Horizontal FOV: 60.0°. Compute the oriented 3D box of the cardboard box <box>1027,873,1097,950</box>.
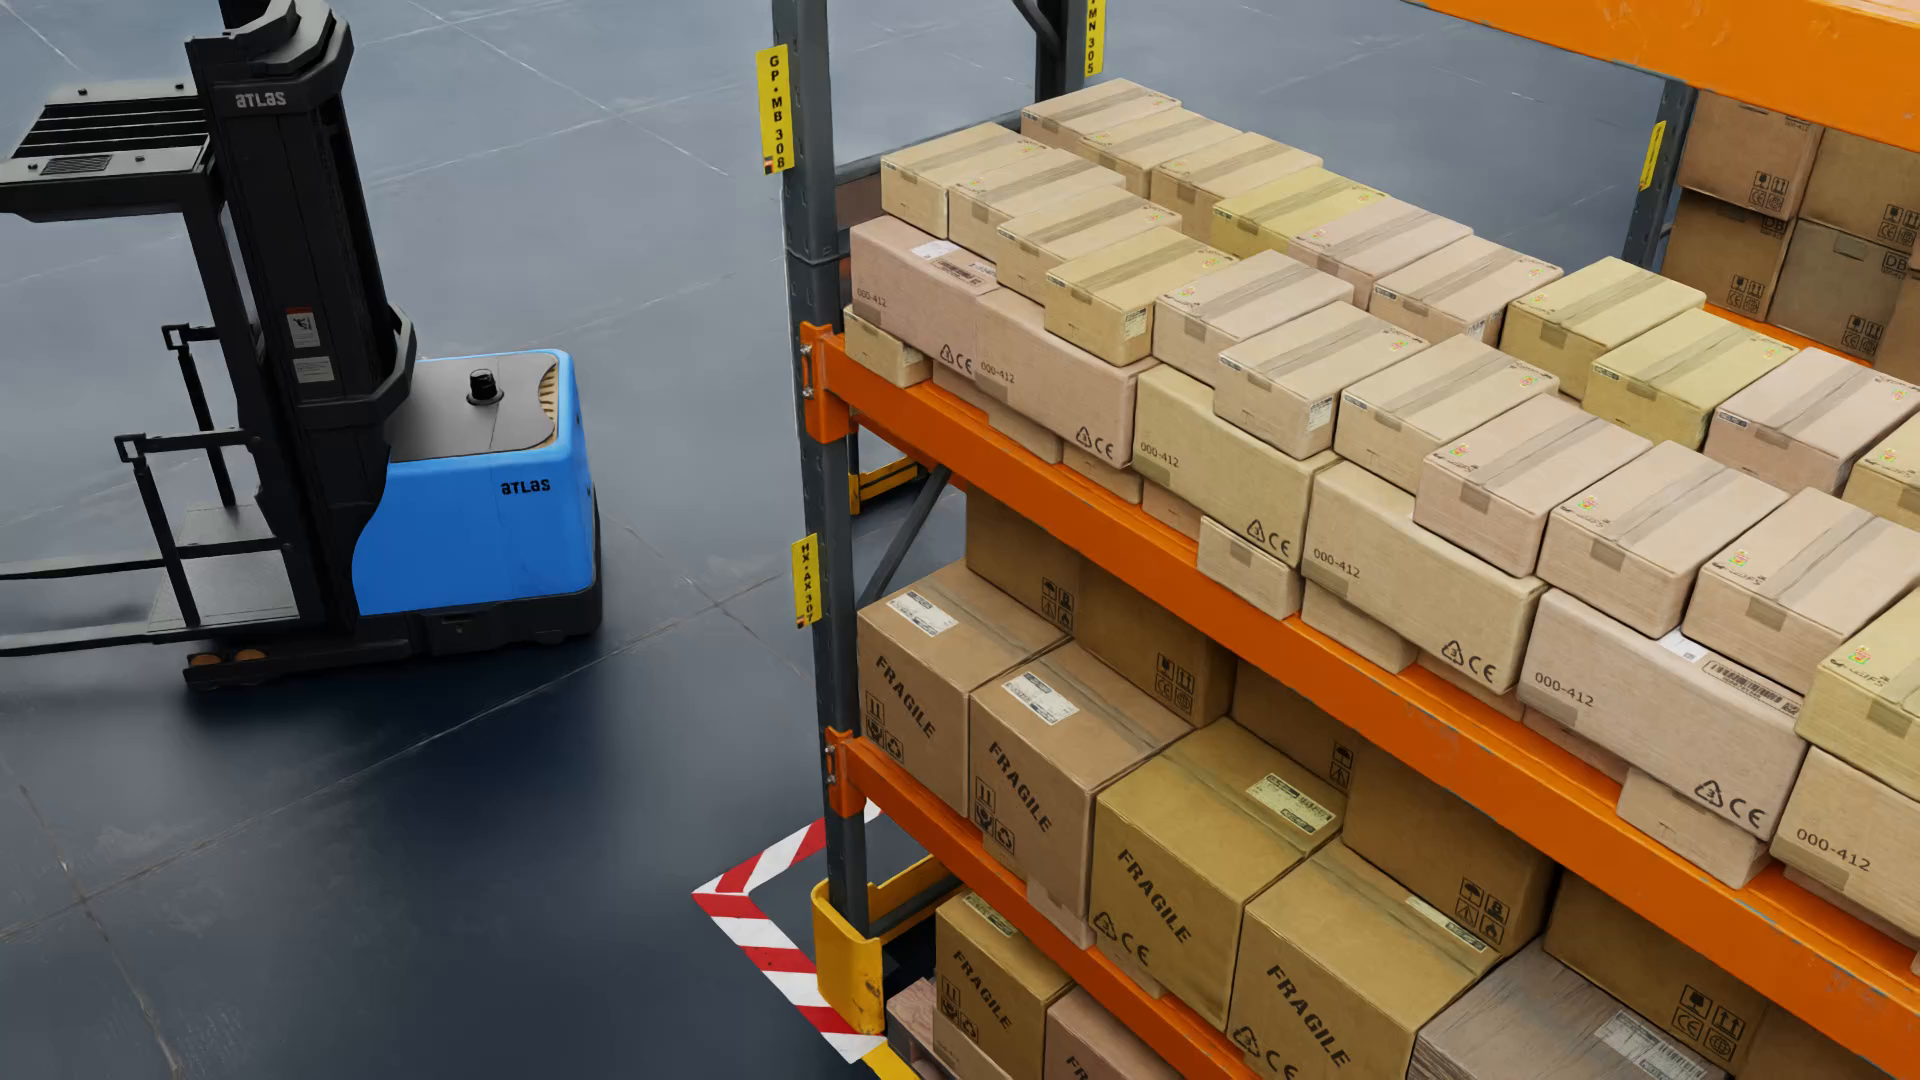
[{"bbox_3d":[0.418,0.991,4.874,0.380,0.149,0.250,-25,42,-31],"label":"cardboard box"}]

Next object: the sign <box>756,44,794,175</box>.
[{"bbox_3d":[-0.469,-1.100,4.257,0.100,0.325,0.005,-26,43,-32],"label":"sign"}]

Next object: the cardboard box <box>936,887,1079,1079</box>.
[{"bbox_3d":[0.270,1.393,5.456,0.500,0.500,0.500,-28,44,-33],"label":"cardboard box"}]

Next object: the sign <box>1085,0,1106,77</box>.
[{"bbox_3d":[0.382,-1.505,4.819,0.100,0.325,0.005,-26,43,-32],"label":"sign"}]

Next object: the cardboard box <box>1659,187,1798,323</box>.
[{"bbox_3d":[3.935,-1.526,8.081,0.875,0.550,0.550,-26,43,-32],"label":"cardboard box"}]

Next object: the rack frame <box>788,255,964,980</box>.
[{"bbox_3d":[-0.055,0.279,5.662,1.000,3.000,0.127,-26,43,-32],"label":"rack frame"}]

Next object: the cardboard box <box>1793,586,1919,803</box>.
[{"bbox_3d":[1.561,0.239,2.650,0.380,0.149,0.250,-25,42,-31],"label":"cardboard box"}]

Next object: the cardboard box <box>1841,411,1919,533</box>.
[{"bbox_3d":[1.871,-0.104,3.134,0.380,0.149,0.250,-28,44,-33],"label":"cardboard box"}]

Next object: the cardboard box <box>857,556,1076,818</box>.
[{"bbox_3d":[0.039,0.429,5.106,0.500,0.500,0.500,-27,43,-32],"label":"cardboard box"}]

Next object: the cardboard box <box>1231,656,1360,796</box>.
[{"bbox_3d":[1.170,0.266,4.472,0.700,0.500,0.500,-27,43,-32],"label":"cardboard box"}]

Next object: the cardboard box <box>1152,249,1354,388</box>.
[{"bbox_3d":[0.646,-0.484,3.672,0.380,0.149,0.250,-26,43,-32],"label":"cardboard box"}]

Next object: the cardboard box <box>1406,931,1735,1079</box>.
[{"bbox_3d":[1.374,1.327,3.838,0.500,0.500,0.500,-25,42,-31],"label":"cardboard box"}]

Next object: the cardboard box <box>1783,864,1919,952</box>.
[{"bbox_3d":[1.683,0.520,2.944,0.380,0.149,0.250,-28,44,-33],"label":"cardboard box"}]

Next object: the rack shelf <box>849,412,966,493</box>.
[{"bbox_3d":[-0.055,-0.503,8.375,0.538,0.185,1.000,-26,43,-32],"label":"rack shelf"}]

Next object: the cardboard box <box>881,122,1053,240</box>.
[{"bbox_3d":[0.019,-0.935,4.309,0.380,0.149,0.250,-26,43,-32],"label":"cardboard box"}]

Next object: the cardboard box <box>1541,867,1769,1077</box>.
[{"bbox_3d":[1.792,0.734,3.811,0.700,0.500,0.500,-27,43,-33],"label":"cardboard box"}]

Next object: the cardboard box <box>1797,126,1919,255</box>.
[{"bbox_3d":[4.297,-1.727,7.431,0.875,0.550,0.550,-26,43,-32],"label":"cardboard box"}]

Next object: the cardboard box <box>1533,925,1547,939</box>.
[{"bbox_3d":[1.458,0.929,4.400,0.500,0.500,0.500,-25,43,-31],"label":"cardboard box"}]

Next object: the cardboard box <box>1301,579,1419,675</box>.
[{"bbox_3d":[0.949,0.095,3.544,0.380,0.149,0.250,-27,44,-33],"label":"cardboard box"}]

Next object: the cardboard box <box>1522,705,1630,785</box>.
[{"bbox_3d":[1.334,0.292,3.266,0.380,0.149,0.250,-25,42,-31],"label":"cardboard box"}]

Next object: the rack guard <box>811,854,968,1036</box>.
[{"bbox_3d":[-0.006,1.332,6.337,1.175,0.500,0.348,-26,43,-32],"label":"rack guard"}]

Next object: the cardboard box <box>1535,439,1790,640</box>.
[{"bbox_3d":[1.266,-0.009,3.000,0.380,0.149,0.250,-25,43,-31],"label":"cardboard box"}]

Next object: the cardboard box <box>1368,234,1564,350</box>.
[{"bbox_3d":[1.130,-0.528,3.733,0.380,0.149,0.250,-27,44,-33],"label":"cardboard box"}]

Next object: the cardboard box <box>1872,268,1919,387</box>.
[{"bbox_3d":[4.572,-0.998,7.335,0.875,0.550,0.550,-26,43,-32],"label":"cardboard box"}]

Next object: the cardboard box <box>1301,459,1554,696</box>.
[{"bbox_3d":[1.052,-0.006,3.341,0.500,0.250,0.500,-25,42,-31],"label":"cardboard box"}]

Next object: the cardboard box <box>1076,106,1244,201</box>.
[{"bbox_3d":[0.526,-1.001,4.401,0.380,0.149,0.250,-25,42,-31],"label":"cardboard box"}]

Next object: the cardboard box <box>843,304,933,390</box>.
[{"bbox_3d":[-0.089,-0.575,4.490,0.380,0.149,0.250,-26,43,-32],"label":"cardboard box"}]

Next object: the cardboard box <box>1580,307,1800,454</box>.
[{"bbox_3d":[1.506,-0.319,3.438,0.380,0.149,0.250,-25,42,-31],"label":"cardboard box"}]

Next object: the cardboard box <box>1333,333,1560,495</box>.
[{"bbox_3d":[0.977,-0.252,3.343,0.380,0.149,0.250,-25,42,-31],"label":"cardboard box"}]

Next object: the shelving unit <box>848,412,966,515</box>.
[{"bbox_3d":[-0.049,-0.646,8.265,0.587,1.500,1.083,-26,43,-32],"label":"shelving unit"}]

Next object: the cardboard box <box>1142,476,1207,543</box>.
[{"bbox_3d":[0.647,-0.147,3.886,0.380,0.149,0.250,-27,44,-33],"label":"cardboard box"}]

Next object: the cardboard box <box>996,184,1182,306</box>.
[{"bbox_3d":[0.308,-0.697,3.972,0.380,0.149,0.250,-26,43,-32],"label":"cardboard box"}]

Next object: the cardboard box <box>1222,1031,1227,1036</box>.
[{"bbox_3d":[0.827,1.187,4.597,0.380,0.149,0.250,-24,42,-30],"label":"cardboard box"}]

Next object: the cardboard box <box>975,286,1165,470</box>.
[{"bbox_3d":[0.384,-0.458,3.980,0.500,0.250,0.500,-27,43,-32],"label":"cardboard box"}]

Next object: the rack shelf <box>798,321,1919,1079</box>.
[{"bbox_3d":[1.236,0.231,3.757,1.077,0.370,4.000,-26,43,-32],"label":"rack shelf"}]

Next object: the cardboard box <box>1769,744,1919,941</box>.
[{"bbox_3d":[1.709,0.443,2.707,0.500,0.250,0.500,-27,43,-32],"label":"cardboard box"}]

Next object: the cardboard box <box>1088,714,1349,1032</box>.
[{"bbox_3d":[0.705,0.881,4.468,0.500,0.500,0.500,-27,43,-33],"label":"cardboard box"}]

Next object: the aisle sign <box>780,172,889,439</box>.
[{"bbox_3d":[-0.332,-0.694,4.786,0.394,0.787,0.004,-26,43,-32],"label":"aisle sign"}]

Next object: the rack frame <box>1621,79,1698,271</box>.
[{"bbox_3d":[3.661,-1.612,8.332,1.000,3.000,0.127,-26,43,-32],"label":"rack frame"}]

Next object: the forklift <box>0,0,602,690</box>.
[{"bbox_3d":[-3.287,-0.835,7.294,3.031,2.935,1.130,-6,36,-9],"label":"forklift"}]

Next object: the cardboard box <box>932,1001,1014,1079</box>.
[{"bbox_3d":[0.254,1.689,5.687,0.500,0.250,0.500,-26,43,-32],"label":"cardboard box"}]

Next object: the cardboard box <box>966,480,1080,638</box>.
[{"bbox_3d":[0.442,-0.147,5.055,0.700,0.500,0.500,-27,43,-33],"label":"cardboard box"}]

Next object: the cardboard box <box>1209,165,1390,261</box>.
[{"bbox_3d":[0.829,-0.764,4.066,0.380,0.149,0.250,-26,43,-32],"label":"cardboard box"}]

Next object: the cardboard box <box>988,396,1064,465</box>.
[{"bbox_3d":[0.294,-0.363,4.190,0.380,0.149,0.250,-25,42,-31],"label":"cardboard box"}]
